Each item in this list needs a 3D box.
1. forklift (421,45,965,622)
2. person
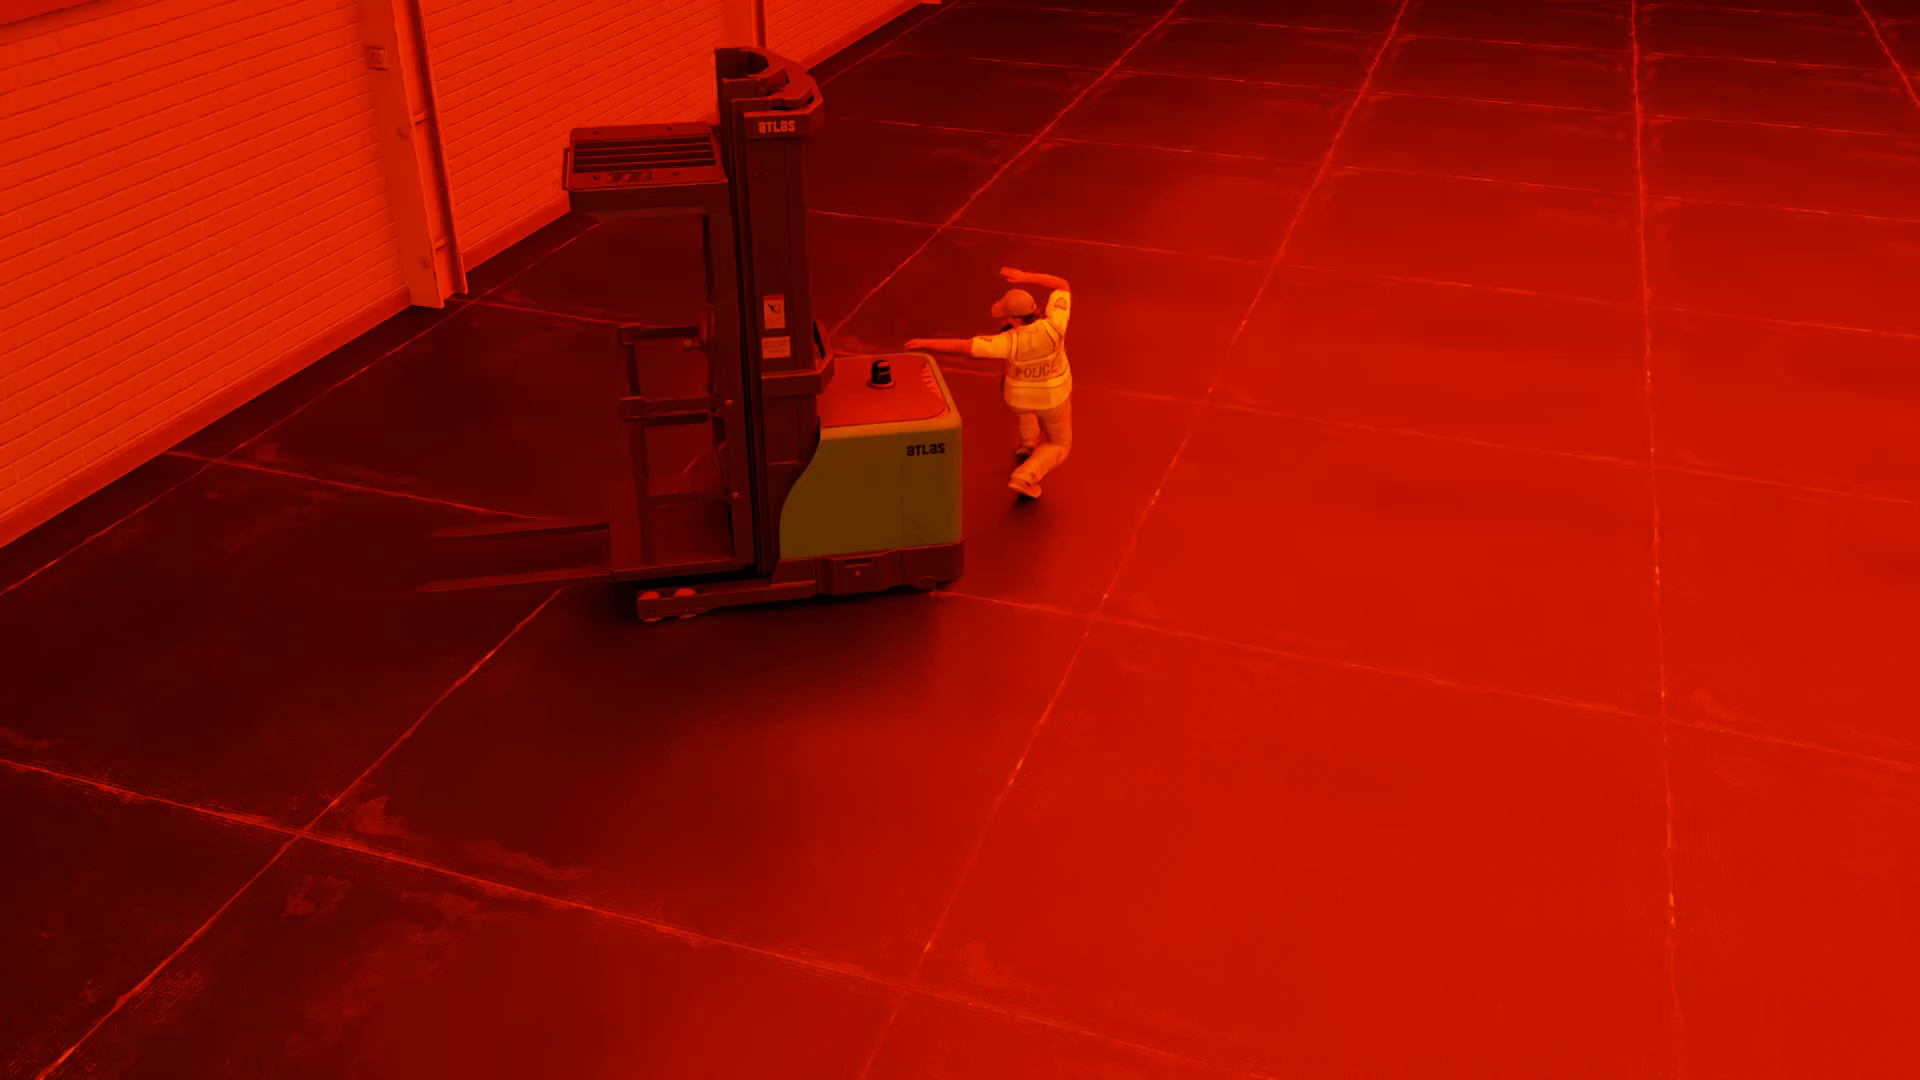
[{"bbox_3d":[-1.543,-1.100,9.066,3.031,2.935,1.130,-5,30,-9],"label":"forklift"},{"bbox_3d":[0.218,-1.041,10.521,1.005,1.440,0.858,7,30,12],"label":"person"}]
